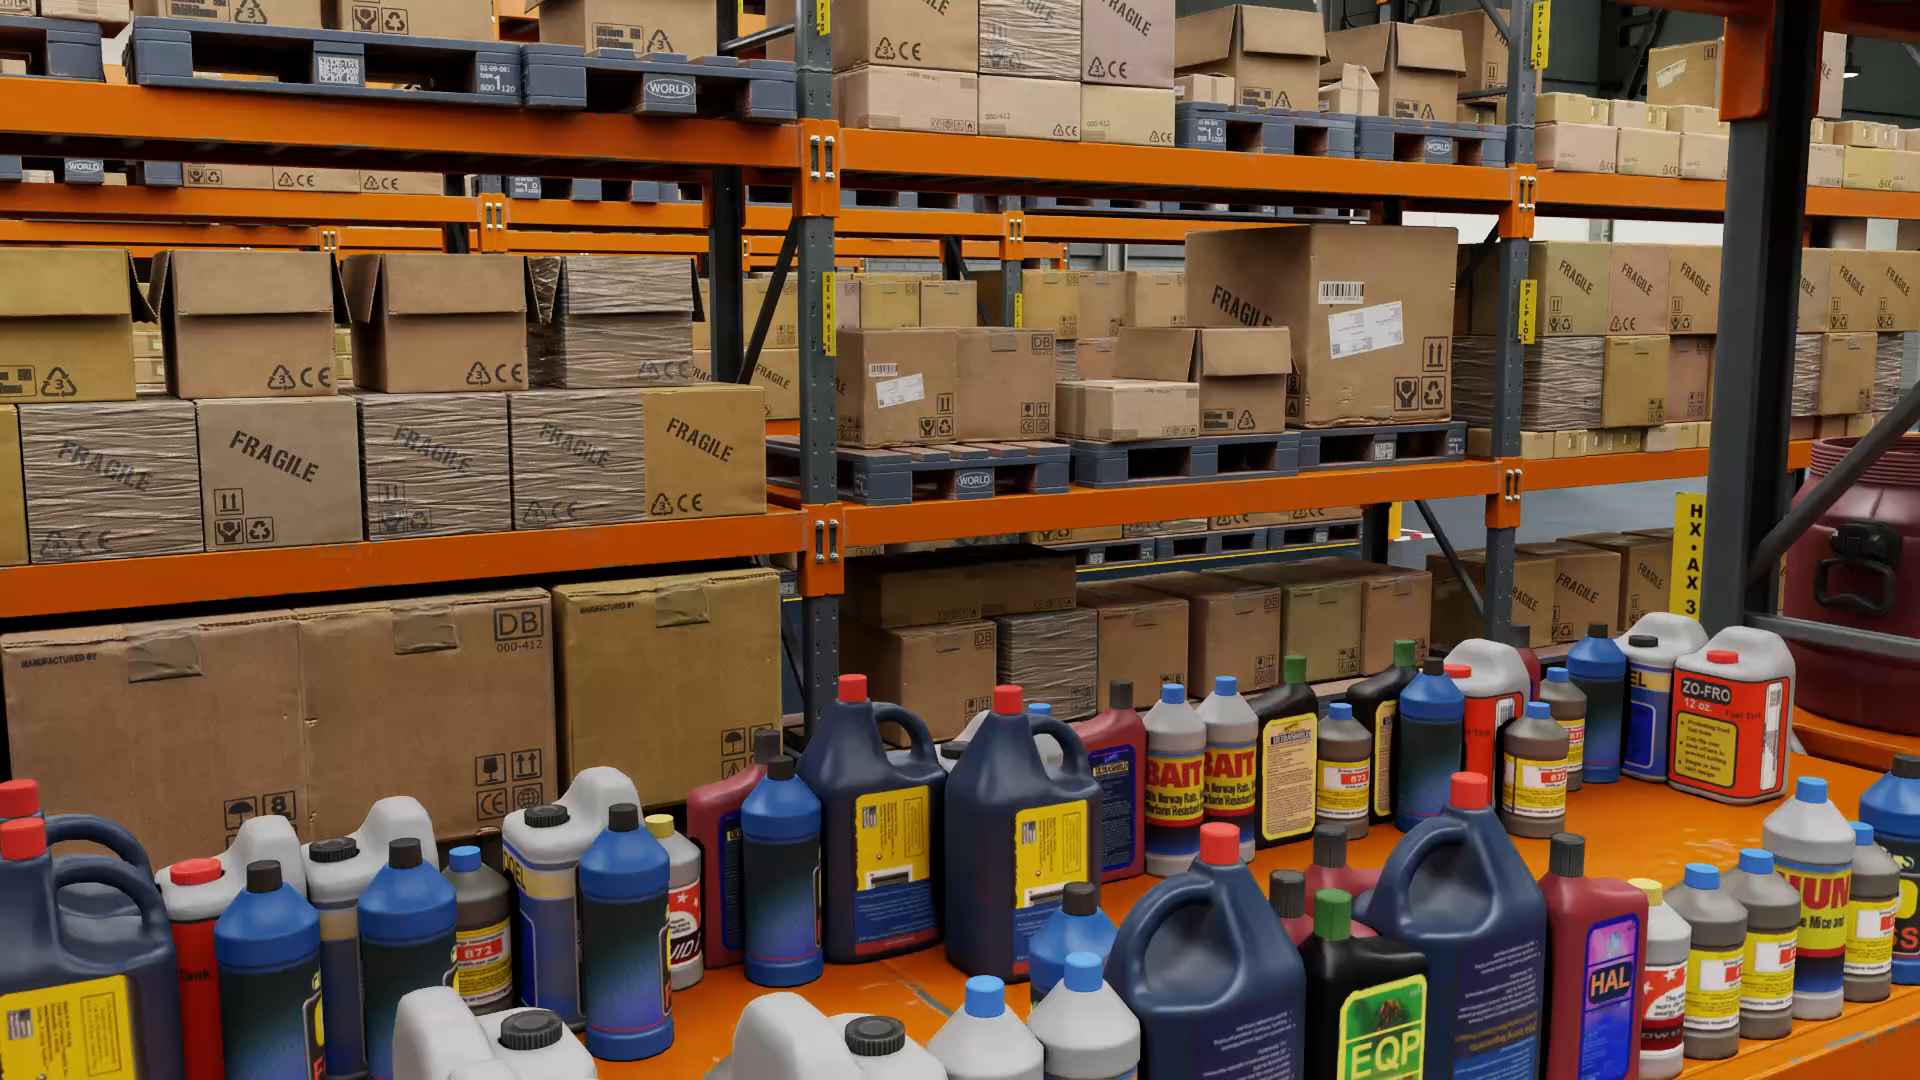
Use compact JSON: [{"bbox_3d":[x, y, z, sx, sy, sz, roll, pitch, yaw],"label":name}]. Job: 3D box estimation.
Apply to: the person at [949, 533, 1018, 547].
[{"bbox_3d":[0.116,-0.128,9.981,0.518,1.695,0.581,-5,9,-29],"label":"person"}]
